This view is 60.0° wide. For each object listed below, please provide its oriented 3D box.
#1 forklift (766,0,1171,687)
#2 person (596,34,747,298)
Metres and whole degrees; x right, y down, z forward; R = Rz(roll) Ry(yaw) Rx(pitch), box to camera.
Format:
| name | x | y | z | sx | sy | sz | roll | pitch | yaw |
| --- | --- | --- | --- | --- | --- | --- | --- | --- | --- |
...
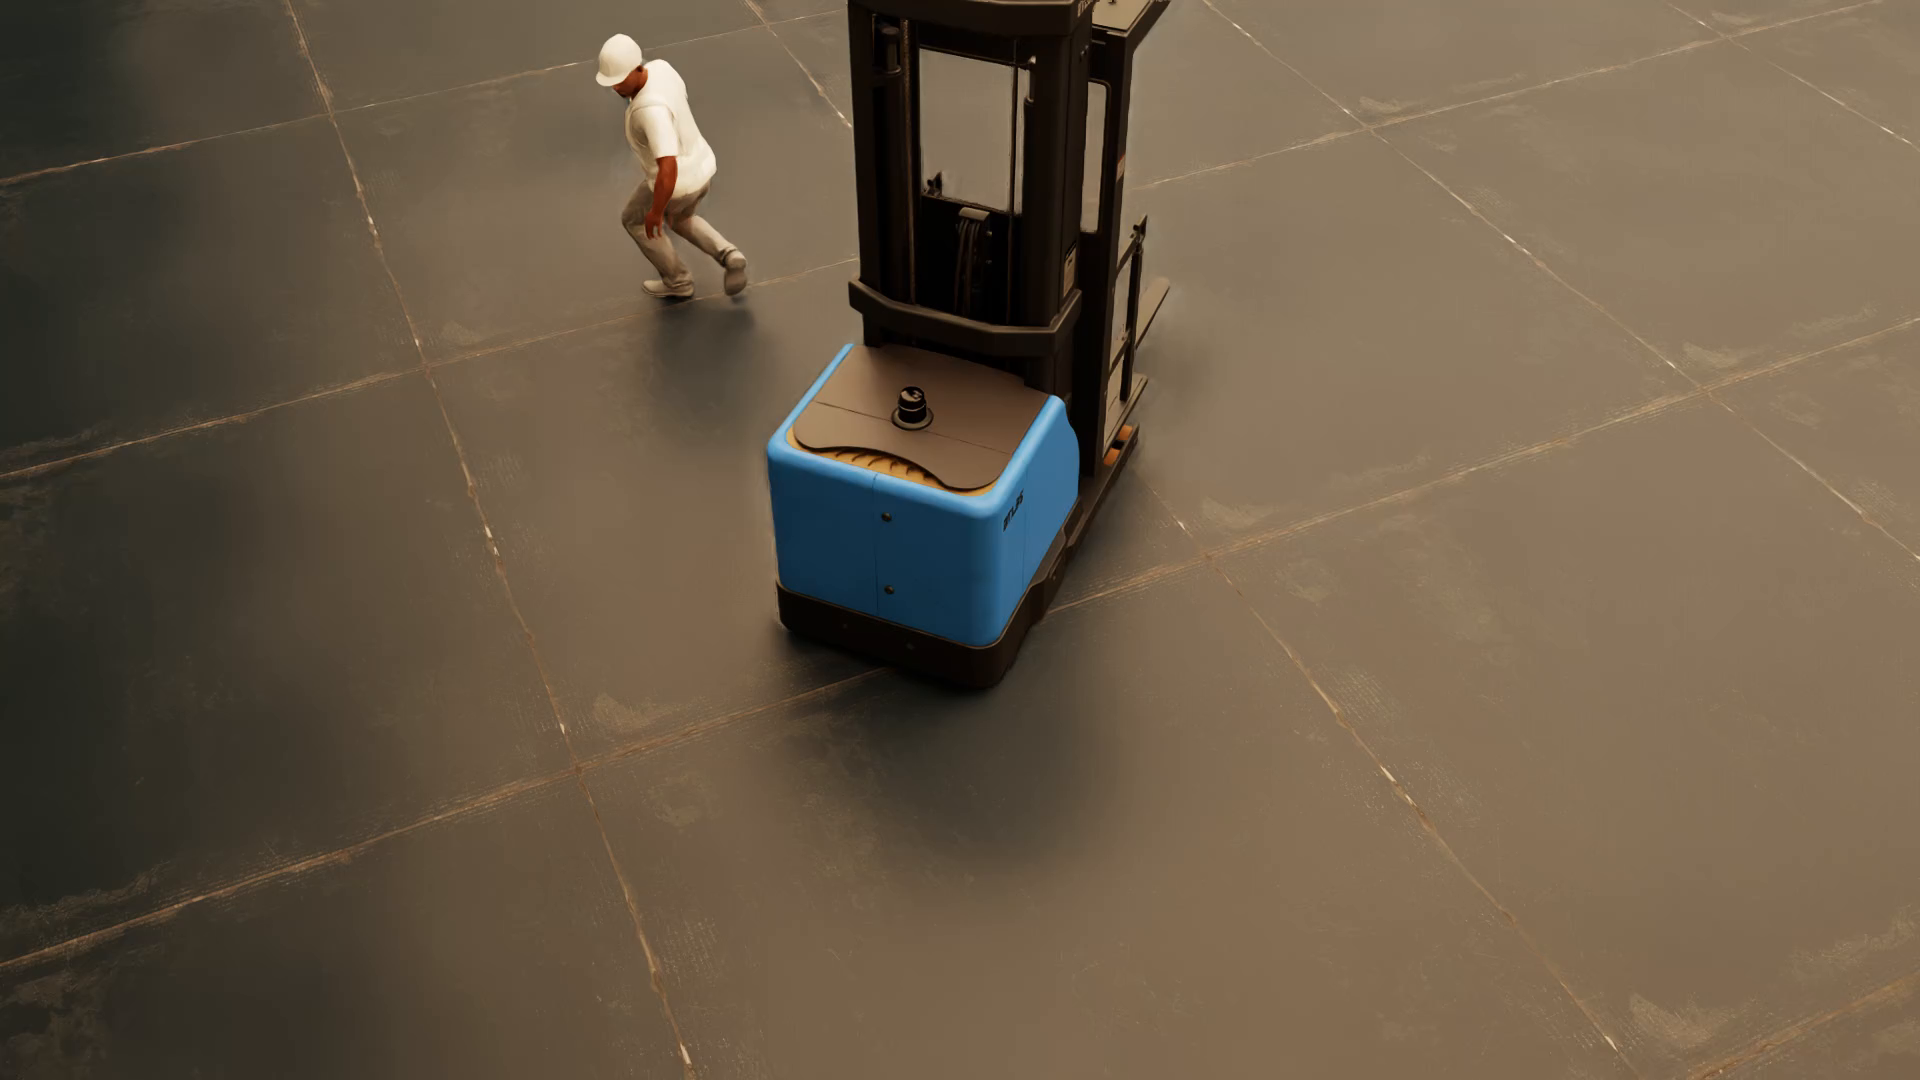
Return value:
| name | x | y | z | sx | sy | sz | roll | pitch | yaw |
| --- | --- | --- | --- | --- | --- | --- | --- | --- | --- |
| forklift | 0.240 | -1.461 | 7.246 | 1.130 | 2.935 | 3.031 | 16 | 45 | 17 |
| person | -1.526 | -1.930 | 8.786 | 0.722 | 1.547 | 0.732 | 14 | 45 | 14 |
